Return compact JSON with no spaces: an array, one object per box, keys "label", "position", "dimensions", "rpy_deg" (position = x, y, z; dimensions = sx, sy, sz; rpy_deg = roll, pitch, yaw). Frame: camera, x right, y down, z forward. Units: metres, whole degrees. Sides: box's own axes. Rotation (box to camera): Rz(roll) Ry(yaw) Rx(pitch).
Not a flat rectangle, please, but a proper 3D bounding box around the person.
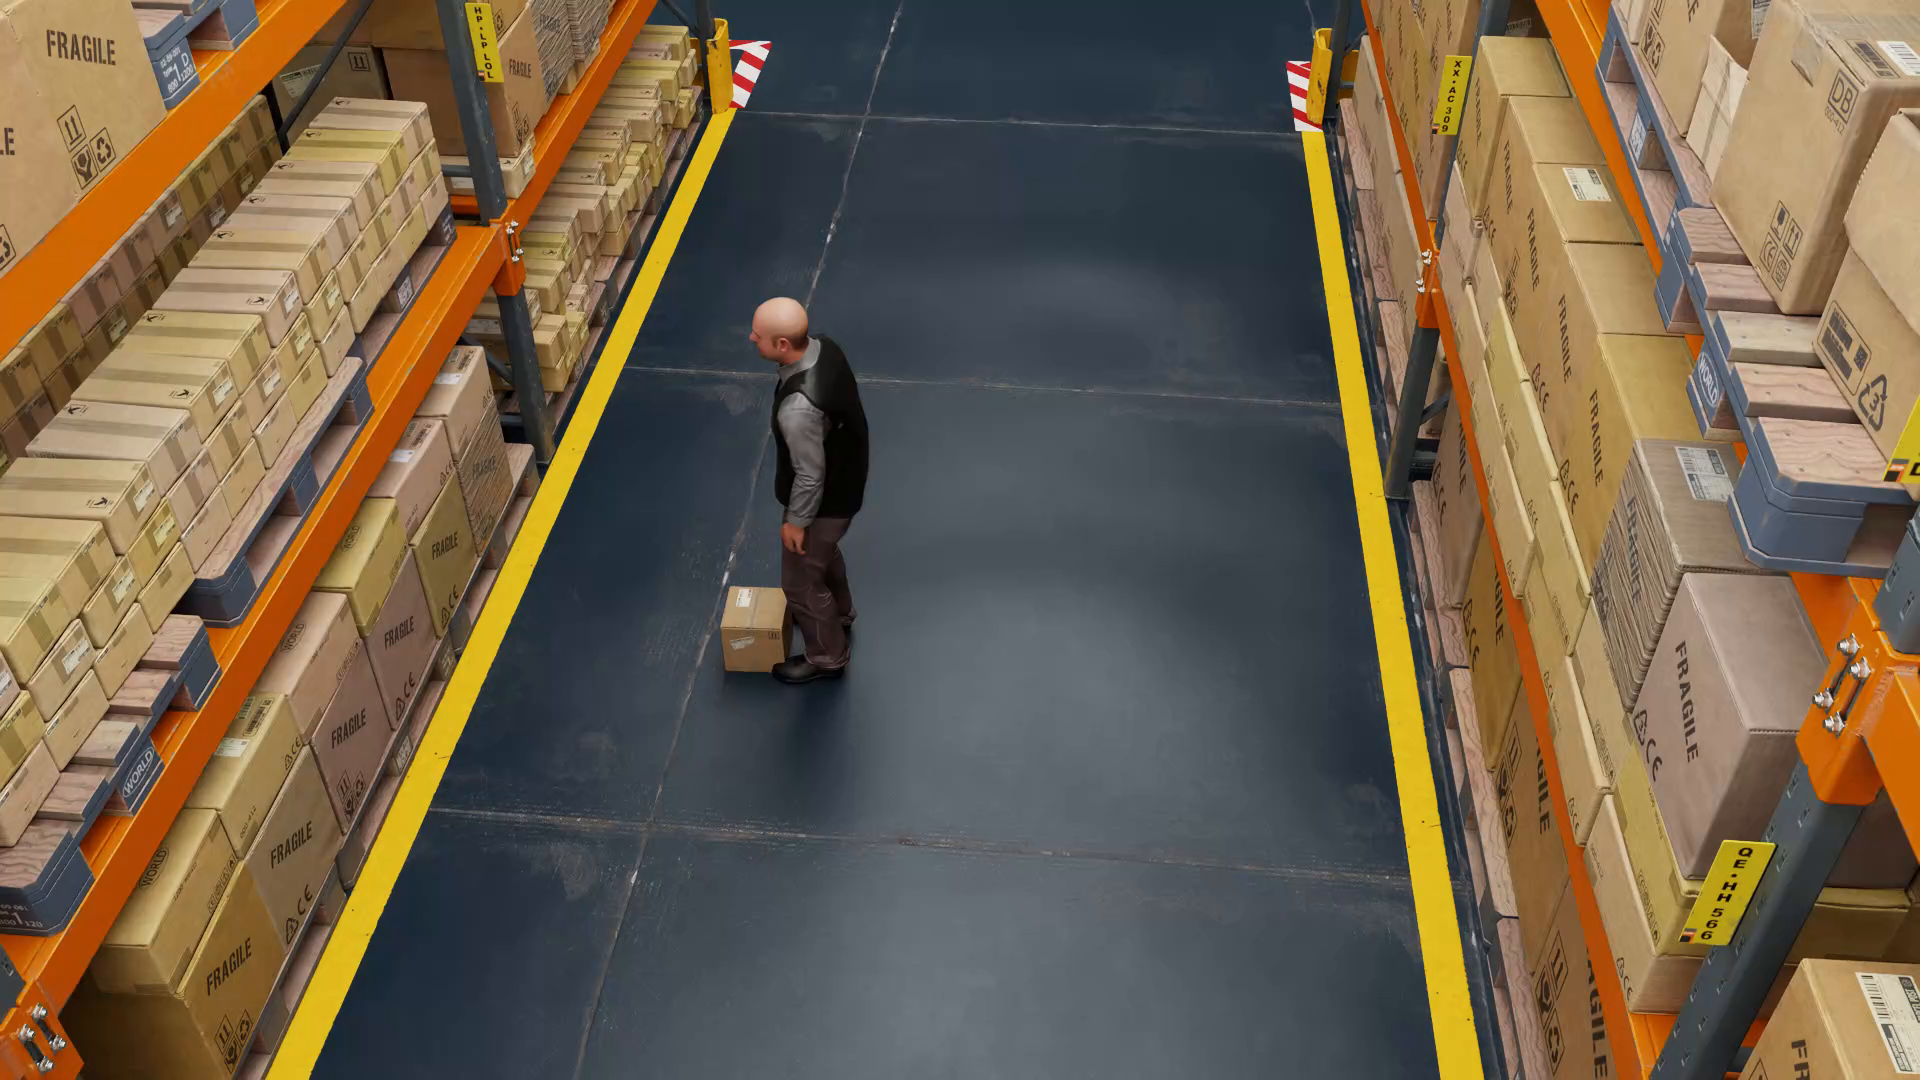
[{"label":"person","position":[-0.554,-0.189,6.402],"dimensions":[0.421,1.720,0.578],"rpy_deg":[2,40,3]}]
